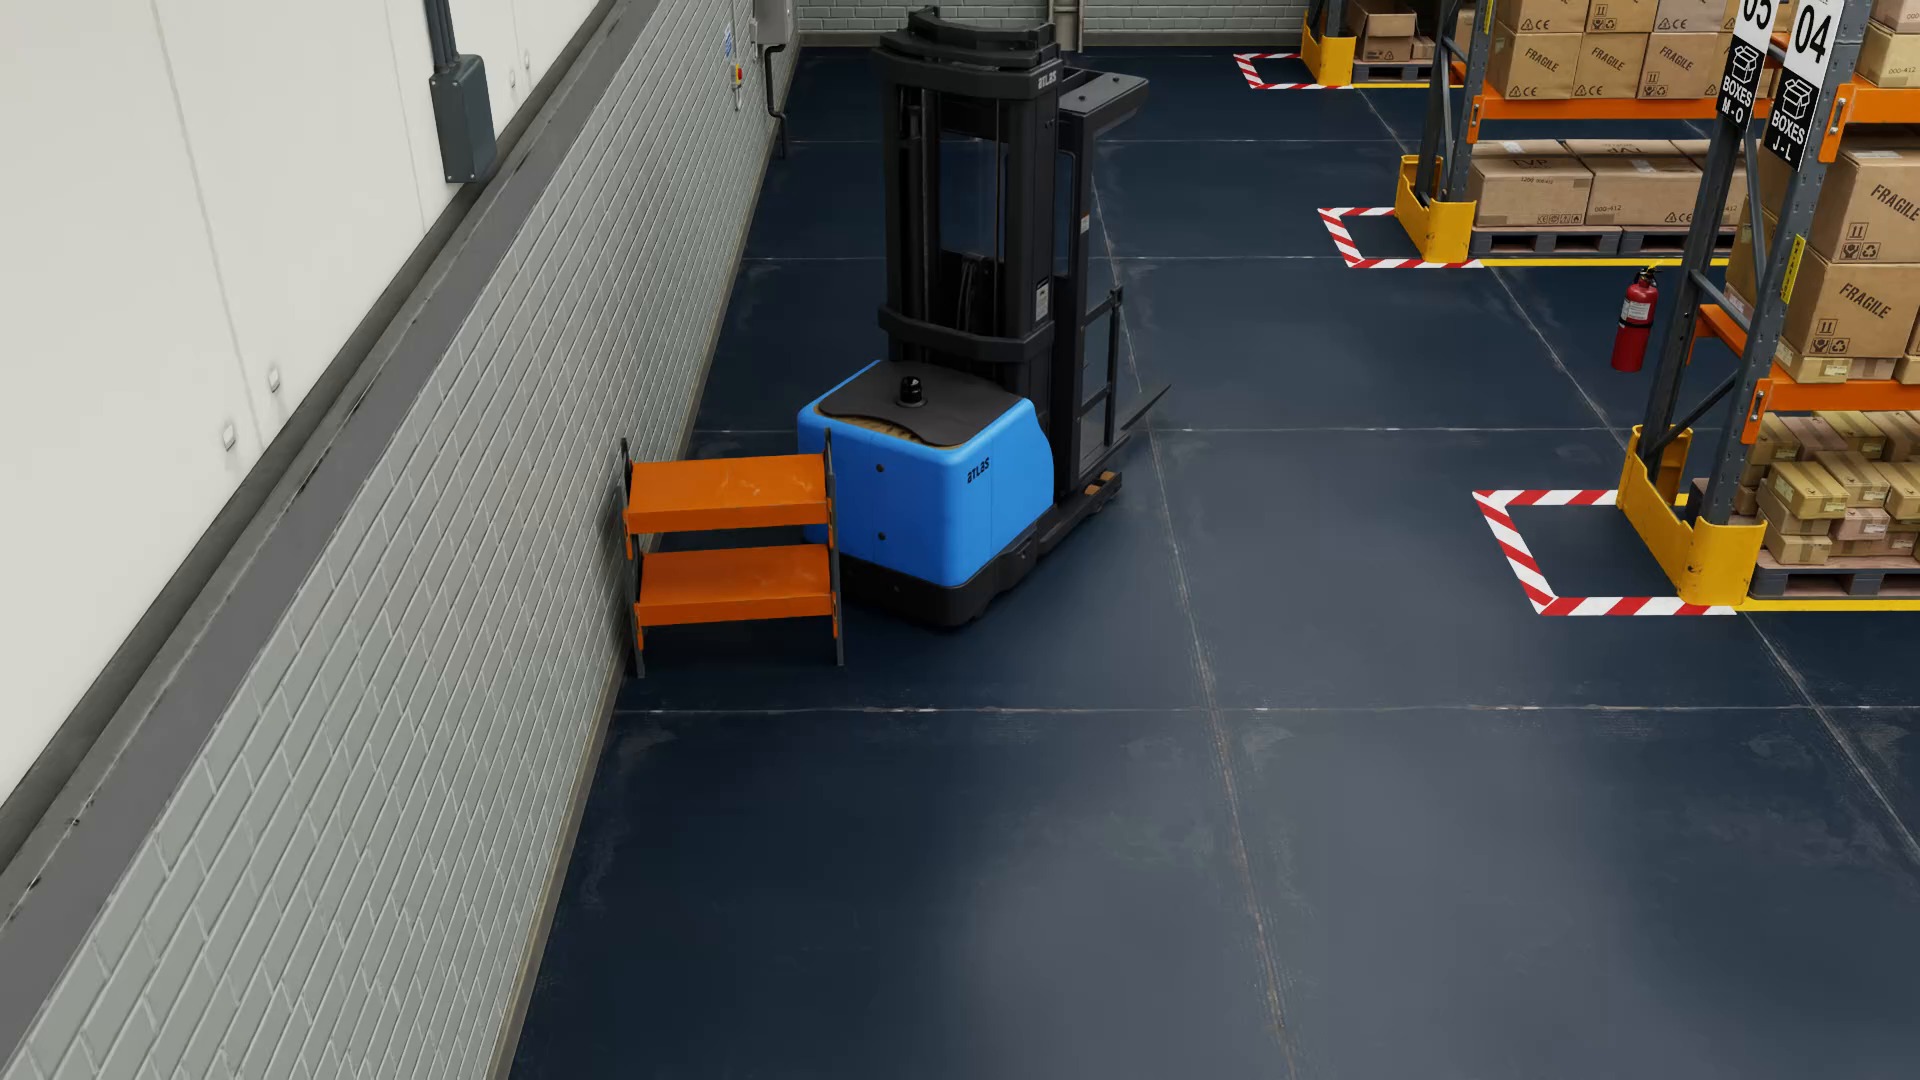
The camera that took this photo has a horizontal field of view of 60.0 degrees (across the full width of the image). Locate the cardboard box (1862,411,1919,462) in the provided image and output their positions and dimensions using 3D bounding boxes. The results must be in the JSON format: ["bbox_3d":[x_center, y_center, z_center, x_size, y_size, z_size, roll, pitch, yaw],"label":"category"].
[{"bbox_3d":[5.338,-0.582,9.477,0.250,0.149,0.380,-1,31,-2],"label":"cardboard box"}]

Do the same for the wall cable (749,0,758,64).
[{"bbox_3d":[-1.749,-4.936,13.903,0.122,1.984,0.588,0,31,0],"label":"wall cable"}]

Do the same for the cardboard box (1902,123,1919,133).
[{"bbox_3d":[5.003,-1.958,8.627,0.500,0.500,0.500,-1,31,-2],"label":"cardboard box"}]

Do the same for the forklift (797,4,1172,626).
[{"bbox_3d":[0.323,-1.529,9.334,1.130,2.935,3.031,17,35,26],"label":"forklift"}]

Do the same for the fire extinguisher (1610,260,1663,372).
[{"bbox_3d":[3.786,-1.274,9.282,0.183,0.674,0.296,0,31,0],"label":"fire extinguisher"}]

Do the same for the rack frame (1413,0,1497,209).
[{"bbox_3d":[3.910,-3.796,13.003,0.127,3.000,1.000,0,31,0],"label":"rack frame"}]

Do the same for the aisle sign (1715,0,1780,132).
[{"bbox_3d":[3.966,-2.495,8.354,0.004,0.787,0.394,0,31,0],"label":"aisle sign"}]

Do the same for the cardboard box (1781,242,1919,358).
[{"bbox_3d":[4.491,-1.256,8.435,0.500,0.500,0.500,1,31,2],"label":"cardboard box"}]

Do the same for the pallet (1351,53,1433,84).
[{"bbox_3d":[4.749,-5.181,17.976,1.213,0.211,1.003,0,31,0],"label":"pallet"}]

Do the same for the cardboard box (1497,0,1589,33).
[{"bbox_3d":[4.391,-4.120,12.477,0.500,0.500,0.500,-1,31,-1],"label":"cardboard box"}]

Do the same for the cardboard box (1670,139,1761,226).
[{"bbox_3d":[6.386,-2.943,13.663,0.875,0.438,0.875,-1,31,-2],"label":"cardboard box"}]

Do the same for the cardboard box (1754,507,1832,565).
[{"bbox_3d":[4.566,-0.025,9.132,0.250,0.149,0.380,0,31,1],"label":"cardboard box"}]

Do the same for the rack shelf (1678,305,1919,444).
[{"bbox_3d":[6.041,-0.927,8.969,4.000,0.370,1.077,0,31,0],"label":"rack shelf"}]

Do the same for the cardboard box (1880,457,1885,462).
[{"bbox_3d":[5.356,-0.416,9.490,0.250,0.149,0.380,-1,31,-1],"label":"cardboard box"}]

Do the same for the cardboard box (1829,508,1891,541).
[{"bbox_3d":[4.840,-0.156,9.062,0.250,0.149,0.380,0,31,-1],"label":"cardboard box"}]

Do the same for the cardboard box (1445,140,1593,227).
[{"bbox_3d":[4.569,-2.934,13.648,0.875,0.438,0.875,-1,31,-2],"label":"cardboard box"}]

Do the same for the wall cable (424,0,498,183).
[{"bbox_3d":[-1.706,-4.366,5.058,0.120,5.999,2.277,0,31,0],"label":"wall cable"}]

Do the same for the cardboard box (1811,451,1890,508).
[{"bbox_3d":[4.842,-0.332,9.065,0.250,0.149,0.380,0,31,1],"label":"cardboard box"}]

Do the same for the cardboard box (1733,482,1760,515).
[{"bbox_3d":[4.566,-0.299,9.584,0.250,0.149,0.380,0,31,1],"label":"cardboard box"}]

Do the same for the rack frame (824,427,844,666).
[{"bbox_3d":[-0.643,0.038,8.492,0.032,1.125,0.500,-3,31,-5],"label":"rack frame"}]

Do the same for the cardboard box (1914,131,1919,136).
[{"bbox_3d":[4.996,-1.694,8.193,0.500,0.500,0.500,1,31,1],"label":"cardboard box"}]

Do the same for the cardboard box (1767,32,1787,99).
[{"bbox_3d":[6.430,-3.703,12.755,0.500,0.500,0.500,-1,31,-1],"label":"cardboard box"}]

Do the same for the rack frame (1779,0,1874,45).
[{"bbox_3d":[4.041,-3.793,7.216,0.127,3.000,1.000,0,31,0],"label":"rack frame"}]

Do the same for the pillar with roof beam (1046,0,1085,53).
[{"bbox_3d":[1.200,-7.161,12.767,0.400,9.000,9.100,0,31,0],"label":"pillar with roof beam"}]

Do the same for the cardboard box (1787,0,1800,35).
[{"bbox_3d":[4.494,-2.585,8.261,0.500,0.250,0.500,-1,31,-1],"label":"cardboard box"}]

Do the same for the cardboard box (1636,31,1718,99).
[{"bbox_3d":[5.406,-3.699,12.748,0.500,0.500,0.500,0,31,-1],"label":"cardboard box"}]

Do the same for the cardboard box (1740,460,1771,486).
[{"bbox_3d":[4.567,-0.466,9.572,0.250,0.149,0.380,-1,31,-2],"label":"cardboard box"}]

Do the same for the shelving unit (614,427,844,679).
[{"bbox_3d":[-1.149,0.067,8.445,1.048,1.125,0.538,-3,31,-5],"label":"shelving unit"}]

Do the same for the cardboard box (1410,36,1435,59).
[{"bbox_3d":[4.913,-5.265,17.769,0.250,0.149,0.380,-1,31,-2],"label":"cardboard box"}]

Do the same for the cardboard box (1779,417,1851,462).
[{"bbox_3d":[4.820,-0.548,9.420,0.250,0.149,0.380,0,31,1],"label":"cardboard box"}]

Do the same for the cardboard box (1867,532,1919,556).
[{"bbox_3d":[5.076,-0.072,9.210,0.250,0.149,0.380,0,31,0],"label":"cardboard box"}]

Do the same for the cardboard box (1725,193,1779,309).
[{"bbox_3d":[4.488,-1.533,8.891,0.500,0.500,0.500,0,31,1],"label":"cardboard box"}]

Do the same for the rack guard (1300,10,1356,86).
[{"bbox_3d":[3.952,-5.302,17.896,0.348,0.500,1.175,0,31,0],"label":"rack guard"}]

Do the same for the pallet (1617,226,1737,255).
[{"bbox_3d":[5.926,-2.649,13.802,1.213,0.211,1.003,0,31,0],"label":"pallet"}]

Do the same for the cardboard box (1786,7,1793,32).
[{"bbox_3d":[6.423,-4.130,12.494,0.500,0.500,0.500,0,31,0],"label":"cardboard box"}]

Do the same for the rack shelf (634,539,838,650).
[{"bbox_3d":[-1.149,0.276,8.572,1.000,0.278,0.538,-3,31,-5],"label":"rack shelf"}]

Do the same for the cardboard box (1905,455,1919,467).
[{"bbox_3d":[5.342,-0.310,9.029,0.250,0.149,0.380,-2,31,-3],"label":"cardboard box"}]

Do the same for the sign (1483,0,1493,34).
[{"bbox_3d":[3.907,-3.912,12.284,0.005,0.325,0.100,0,31,0],"label":"sign"}]

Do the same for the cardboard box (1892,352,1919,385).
[{"bbox_3d":[4.890,-0.947,8.551,0.250,0.149,0.380,-1,31,-2],"label":"cardboard box"}]

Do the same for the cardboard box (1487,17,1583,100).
[{"bbox_3d":[4.391,-3.691,12.734,0.500,0.500,0.500,0,31,-1],"label":"cardboard box"}]

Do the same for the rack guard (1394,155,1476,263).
[{"bbox_3d":[3.886,-2.727,13.652,0.348,0.500,1.175,0,31,0],"label":"rack guard"}]

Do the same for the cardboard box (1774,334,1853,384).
[{"bbox_3d":[4.366,-0.952,8.559,0.250,0.149,0.380,0,31,-1],"label":"cardboard box"}]

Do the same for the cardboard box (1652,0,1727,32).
[{"bbox_3d":[5.423,-4.131,12.495,0.500,0.500,0.500,0,31,-1],"label":"cardboard box"}]
